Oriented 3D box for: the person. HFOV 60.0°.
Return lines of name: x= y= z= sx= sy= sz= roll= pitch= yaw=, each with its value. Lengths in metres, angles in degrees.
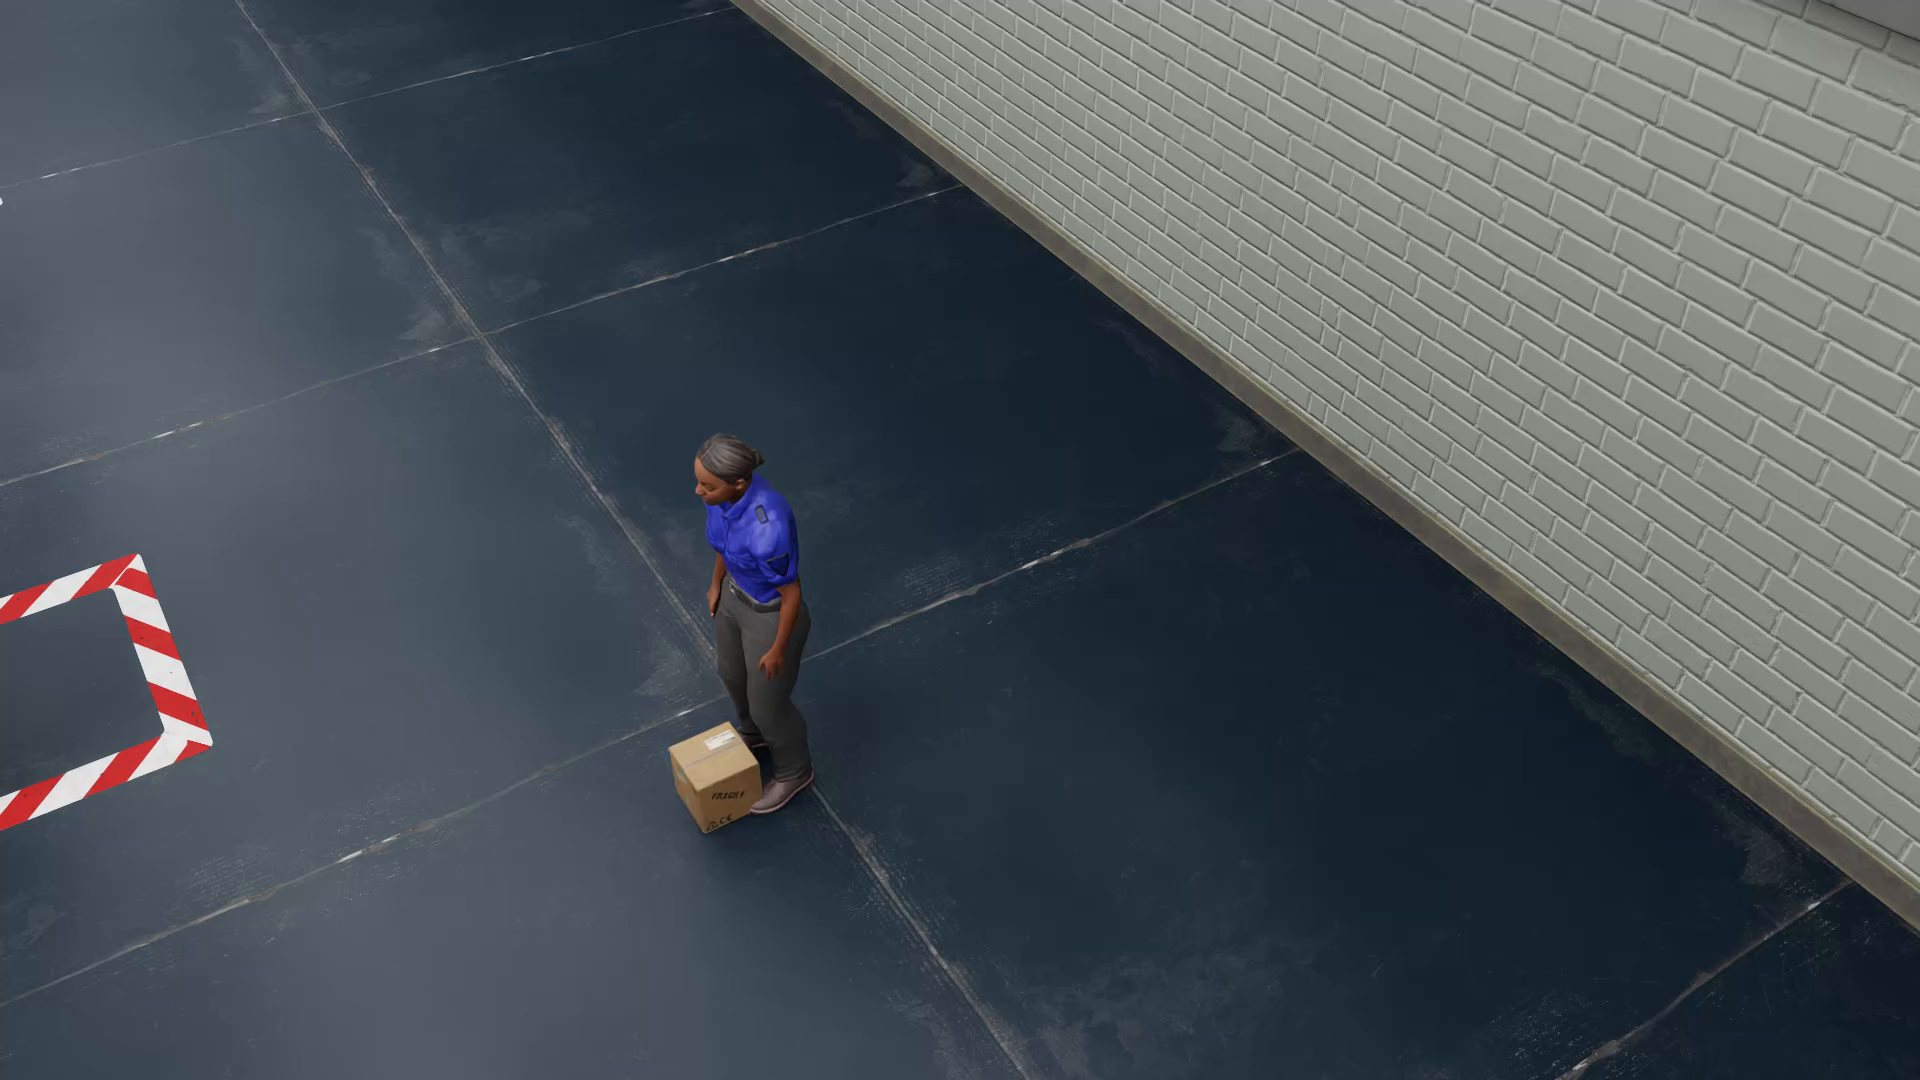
person: x=-0.729 y=0.264 z=5.858 sx=0.348 sy=1.655 sz=0.505 roll=-24 pitch=47 yaw=-25
